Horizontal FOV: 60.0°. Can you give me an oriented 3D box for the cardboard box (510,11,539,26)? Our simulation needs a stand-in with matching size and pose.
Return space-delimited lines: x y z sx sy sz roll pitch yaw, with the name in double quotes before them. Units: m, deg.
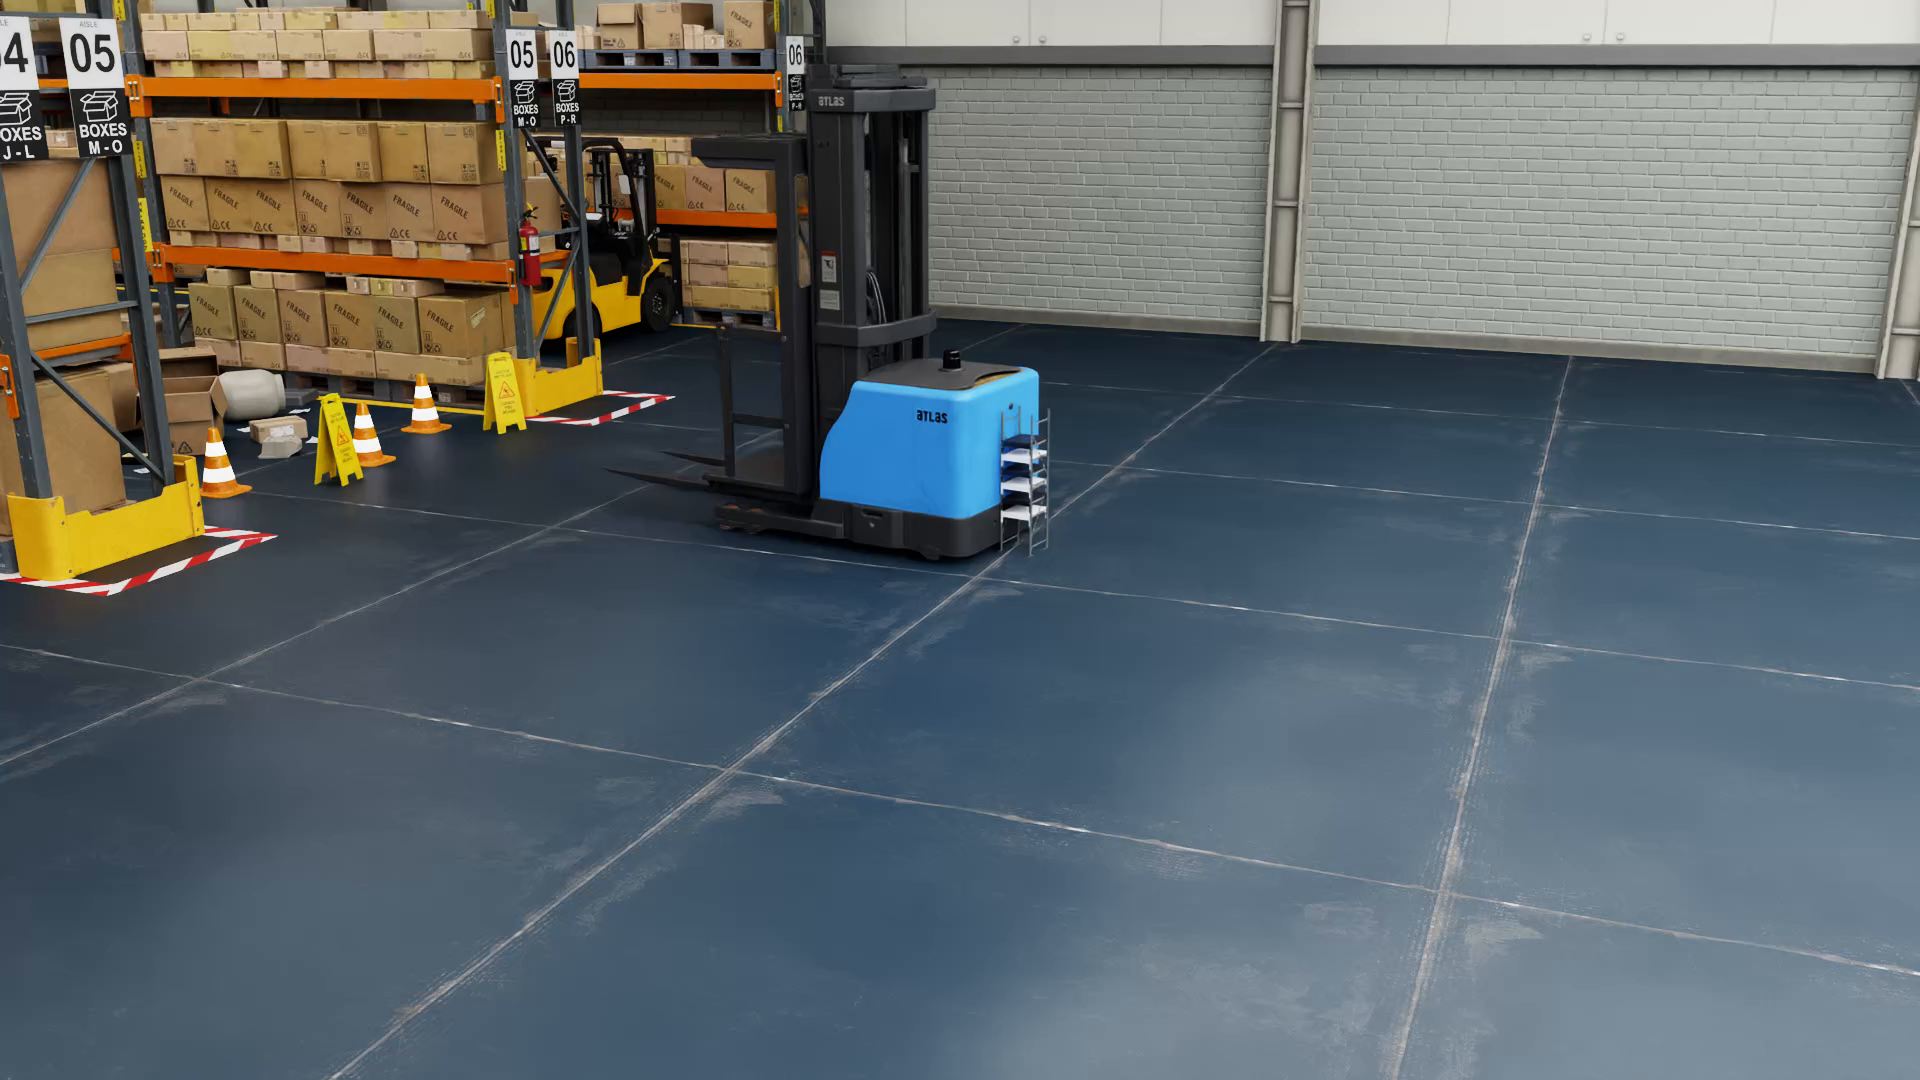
"cardboard box" -3.827 -4.447 14.253 0.250 0.149 0.380 6 17 20

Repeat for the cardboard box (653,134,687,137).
"cardboard box" -3.416 -4.701 19.610 0.250 0.149 0.380 6 17 21

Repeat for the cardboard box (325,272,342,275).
"cardboard box" -8.010 -3.691 21.512 0.625 0.625 0.875 7 18 22

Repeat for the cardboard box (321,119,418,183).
"cardboard box" -5.107 -3.401 14.503 0.500 0.500 0.700 6 17 20

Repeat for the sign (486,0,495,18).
"sign" -3.794 -4.379 13.410 0.005 0.325 0.100 6 17 21

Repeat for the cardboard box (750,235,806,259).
"cardboard box" -2.131 -3.403 19.400 0.500 0.250 0.500 6 17 20

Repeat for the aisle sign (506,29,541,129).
"aisle sign" -3.620 -3.822 13.797 0.004 0.787 0.394 6 17 21

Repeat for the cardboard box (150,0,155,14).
"cardboard box" -8.156 -5.087 16.055 0.500 0.250 0.500 6 17 19

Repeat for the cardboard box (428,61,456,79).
"cardboard box" -4.249 -3.956 13.991 0.250 0.149 0.380 6 17 21

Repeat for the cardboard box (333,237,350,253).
"cardboard box" -5.412 -2.679 14.972 0.250 0.149 0.380 6 17 21

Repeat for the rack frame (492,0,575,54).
"rack frame" -3.571 -5.536 13.604 0.127 3.000 1.000 6 17 21

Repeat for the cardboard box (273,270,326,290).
"cardboard box" -6.018 -2.380 15.161 0.250 0.149 0.380 7 18 24

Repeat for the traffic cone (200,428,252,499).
"traffic cone" -5.266 -0.566 11.792 0.334 0.463 0.336 6 17 21

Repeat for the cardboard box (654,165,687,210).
"cardboard box" -3.264 -4.081 19.172 0.500 0.500 0.500 6 17 20

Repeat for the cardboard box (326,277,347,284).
"cardboard box" -5.695 -2.211 15.745 0.500 0.500 0.500 7 18 24

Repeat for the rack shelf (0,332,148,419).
"rack shelf" -7.154 -1.220 10.787 4.000 0.370 1.077 6 17 21

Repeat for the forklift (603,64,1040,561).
"forklift" -1.015 -1.562 10.796 3.031 2.935 1.130 9 19 29

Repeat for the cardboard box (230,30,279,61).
"cardboard box" -6.039 -4.355 14.650 0.500 0.250 0.500 6 17 21

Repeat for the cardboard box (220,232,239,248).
"cardboard box" -6.605 -2.797 15.378 0.250 0.149 0.380 6 17 20

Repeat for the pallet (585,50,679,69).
"pallet" -3.541 -5.545 19.171 1.213 0.211 1.003 6 17 21

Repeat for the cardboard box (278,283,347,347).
"cardboard box" -5.858 -2.070 15.258 0.500 0.500 0.500 7 18 24

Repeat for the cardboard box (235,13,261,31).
"cardboard box" -6.140 -4.556 14.627 0.250 0.149 0.380 6 17 19

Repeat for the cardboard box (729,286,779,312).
"cardboard box" -2.306 -2.790 19.084 0.500 0.250 0.500 6 17 21

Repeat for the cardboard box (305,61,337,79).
"cardboard box" -5.451 -4.085 14.434 0.250 0.149 0.380 6 17 20

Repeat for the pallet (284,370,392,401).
"pallet" -5.516 -1.541 15.605 1.213 0.211 1.003 6 17 21

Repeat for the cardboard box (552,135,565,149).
"cardboard box" -4.568 -4.665 19.486 0.250 0.149 0.380 7 17 22

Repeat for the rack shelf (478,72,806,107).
"rack shelf" -3.614 -5.243 19.263 4.000 0.370 1.077 6 17 21

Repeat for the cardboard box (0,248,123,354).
"cardboard box" -5.655 -1.459 10.052 0.550 0.550 0.875 6 17 21

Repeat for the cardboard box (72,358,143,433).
"cardboard box" -7.007 -1.138 13.449 0.503 0.637 0.797 6 17 21

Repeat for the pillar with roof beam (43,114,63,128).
"pillar with roof beam" -14.813 -7.240 19.472 0.400 9.000 9.100 6 17 21

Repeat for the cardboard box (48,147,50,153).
"cardboard box" -8.746 -3.550 16.054 0.500 0.500 0.500 7 18 23

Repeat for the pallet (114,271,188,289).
"pallet" -11.007 -3.634 22.812 1.213 0.211 1.003 6 17 21

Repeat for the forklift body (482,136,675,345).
"forklift body" -4.187 -3.256 18.033 1.214 2.155 2.313 6 17 21

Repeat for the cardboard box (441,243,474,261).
"cardboard box" -4.274 -2.515 14.406 0.250 0.149 0.380 6 17 20

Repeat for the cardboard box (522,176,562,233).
"cardboard box" -3.910 -2.967 14.799 0.500 0.500 0.500 6 17 20

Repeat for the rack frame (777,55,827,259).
"rack frame" -1.753 -3.943 18.876 0.127 3.000 1.000 6 17 21

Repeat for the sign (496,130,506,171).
"sign" -3.794 -3.221 13.746 0.005 0.325 0.100 6 17 21

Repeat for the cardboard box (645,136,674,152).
"cardboard box" -3.388 -4.532 19.028 0.250 0.149 0.380 7 17 22

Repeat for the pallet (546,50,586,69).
"pallet" -4.671 -5.670 19.602 1.213 0.211 1.003 6 17 21

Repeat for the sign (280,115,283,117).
"sign" -8.995 -5.462 22.030 0.005 0.325 0.100 6 17 21

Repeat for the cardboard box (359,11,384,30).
"cardboard box" -4.906 -4.440 14.228 0.250 0.149 0.380 6 17 21

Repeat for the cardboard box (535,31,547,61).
"cardboard box" -3.941 -4.287 14.417 0.500 0.250 0.500 6 17 20

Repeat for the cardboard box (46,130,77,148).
"cardboard box" -8.450 -3.824 15.837 0.250 0.149 0.380 6 17 19

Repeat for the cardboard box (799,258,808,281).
"cardboard box" -2.115 -3.166 19.482 0.500 0.250 0.500 7 17 22

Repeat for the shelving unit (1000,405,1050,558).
"shelving unit" 0.403 -0.365 10.315 0.210 0.900 0.258 9 19 29

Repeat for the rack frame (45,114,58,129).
"rack frame" -12.916 -5.171 23.104 0.127 3.000 1.000 6 17 21

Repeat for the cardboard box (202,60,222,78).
"cardboard box" -6.598 -4.251 15.007 0.250 0.149 0.380 6 17 21

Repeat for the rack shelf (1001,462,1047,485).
"rack shelf" 0.403 -0.419 10.300 0.200 0.077 0.258 9 19 29

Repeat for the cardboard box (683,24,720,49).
"cardboard box" -2.872 -5.601 18.514 0.258 0.266 0.396 6 17 21

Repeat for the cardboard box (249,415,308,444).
"cardboard box" -5.531 -0.896 13.495 0.380 0.149 0.250 -12 20 -37

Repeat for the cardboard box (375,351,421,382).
"cardboard box" -4.901 -1.605 14.999 0.500 0.250 0.500 6 17 21

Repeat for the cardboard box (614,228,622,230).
"cardboard box" -4.469 -3.666 20.305 0.500 0.250 0.500 6 17 20

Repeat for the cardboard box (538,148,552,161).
"cardboard box" -4.780 -4.565 19.677 0.250 0.149 0.380 6 17 21

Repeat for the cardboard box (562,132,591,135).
"cardboard box" -4.597 -4.840 20.090 0.250 0.149 0.380 6 17 20

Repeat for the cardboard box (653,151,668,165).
"cardboard box" -3.381 -4.390 19.073 0.250 0.149 0.380 6 17 21

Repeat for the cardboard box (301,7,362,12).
"cardboard box" -7.664 -6.258 20.359 0.500 0.500 0.500 7 17 22

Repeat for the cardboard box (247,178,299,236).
"cardboard box" -6.047 -3.038 15.045 0.500 0.500 0.500 6 17 20
